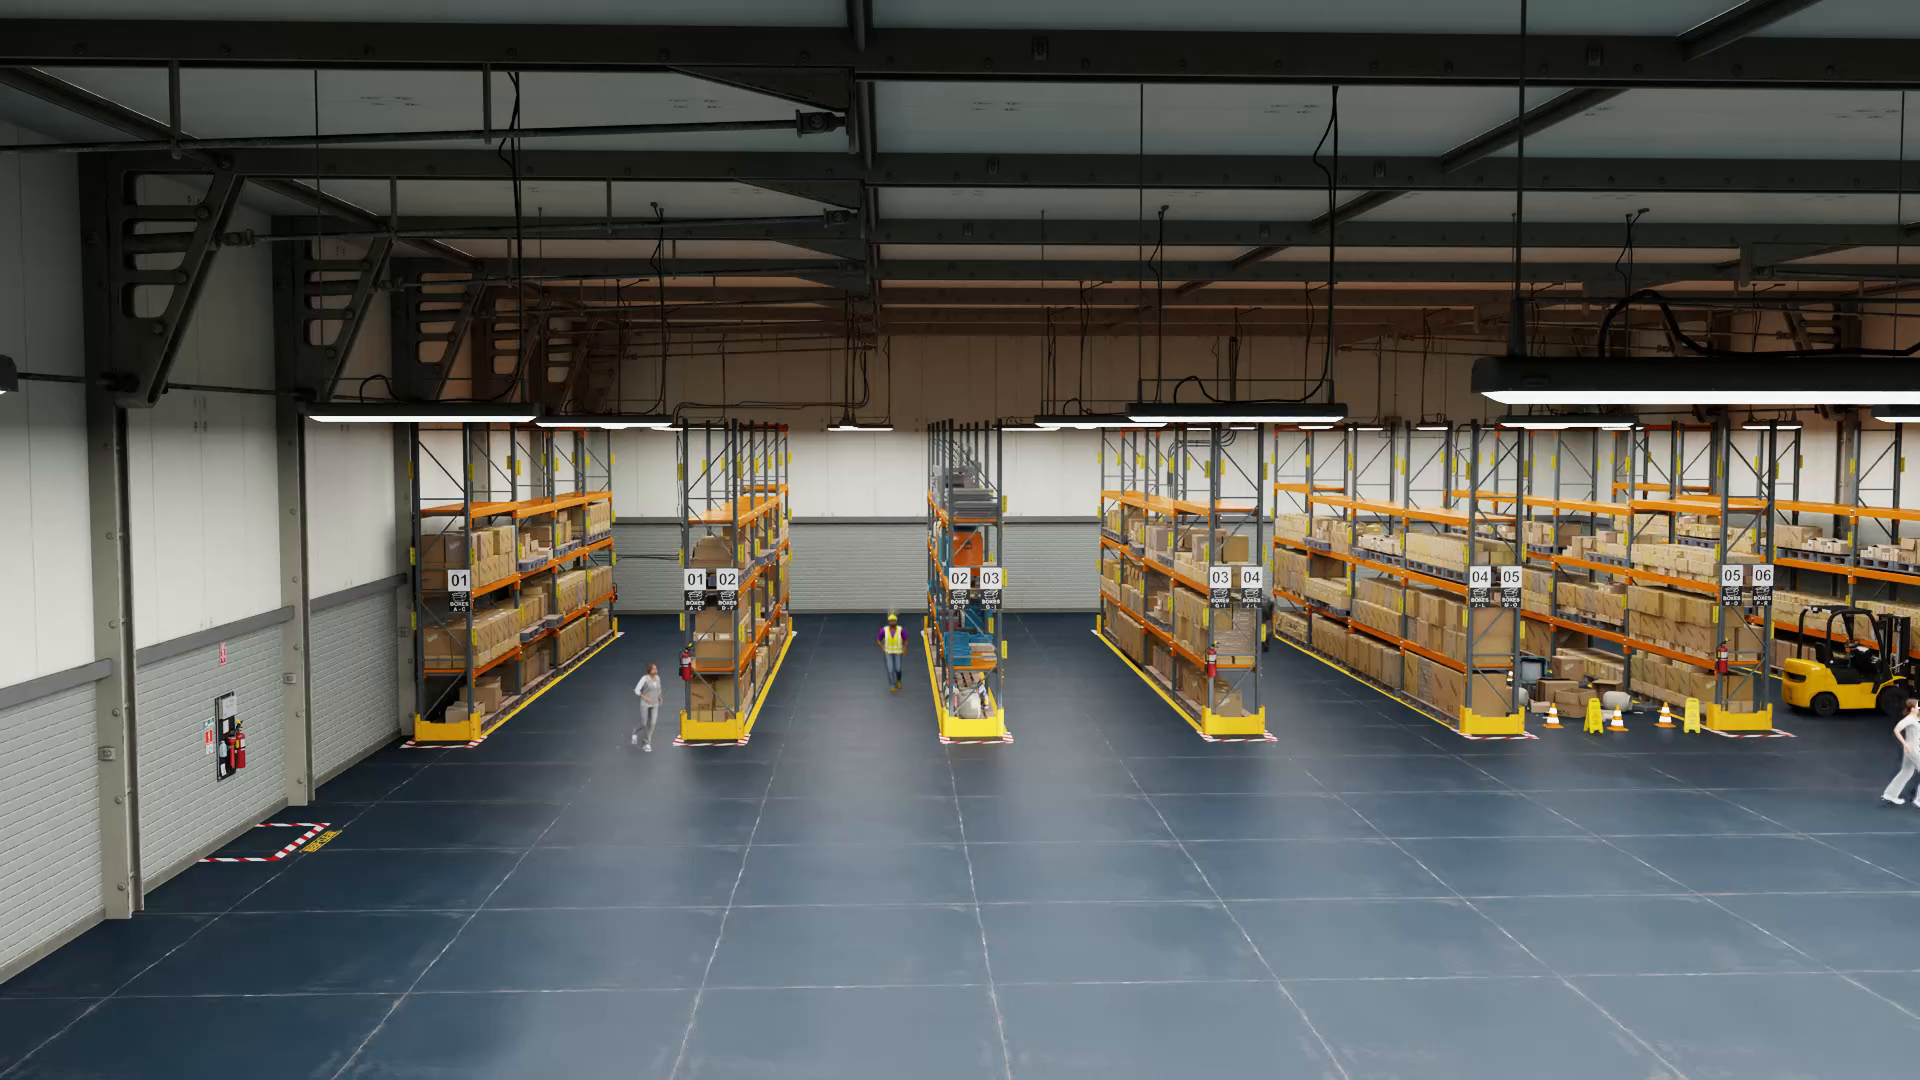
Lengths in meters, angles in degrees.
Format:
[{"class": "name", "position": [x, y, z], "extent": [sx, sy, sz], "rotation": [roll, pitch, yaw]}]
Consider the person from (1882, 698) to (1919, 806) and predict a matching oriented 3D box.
[{"class": "person", "position": [14.473, 3.265, 25.283], "extent": [0.754, 1.724, 0.533], "rotation": [2, 4, 33]}]

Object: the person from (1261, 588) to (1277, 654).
[{"class": "person", "position": [7.942, 2.114, 43.306], "extent": [0.667, 1.708, 0.686], "rotation": [0, 4, 5]}]

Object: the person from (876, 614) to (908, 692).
[{"class": "person", "position": [-1.497, 2.502, 36.721], "extent": [0.704, 1.726, 0.570], "rotation": [0, 4, -1]}]

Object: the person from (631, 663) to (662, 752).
[{"class": "person", "position": [-5.664, 3.011, 30.224], "extent": [0.577, 1.573, 0.731], "rotation": [-3, 5, -40]}]
